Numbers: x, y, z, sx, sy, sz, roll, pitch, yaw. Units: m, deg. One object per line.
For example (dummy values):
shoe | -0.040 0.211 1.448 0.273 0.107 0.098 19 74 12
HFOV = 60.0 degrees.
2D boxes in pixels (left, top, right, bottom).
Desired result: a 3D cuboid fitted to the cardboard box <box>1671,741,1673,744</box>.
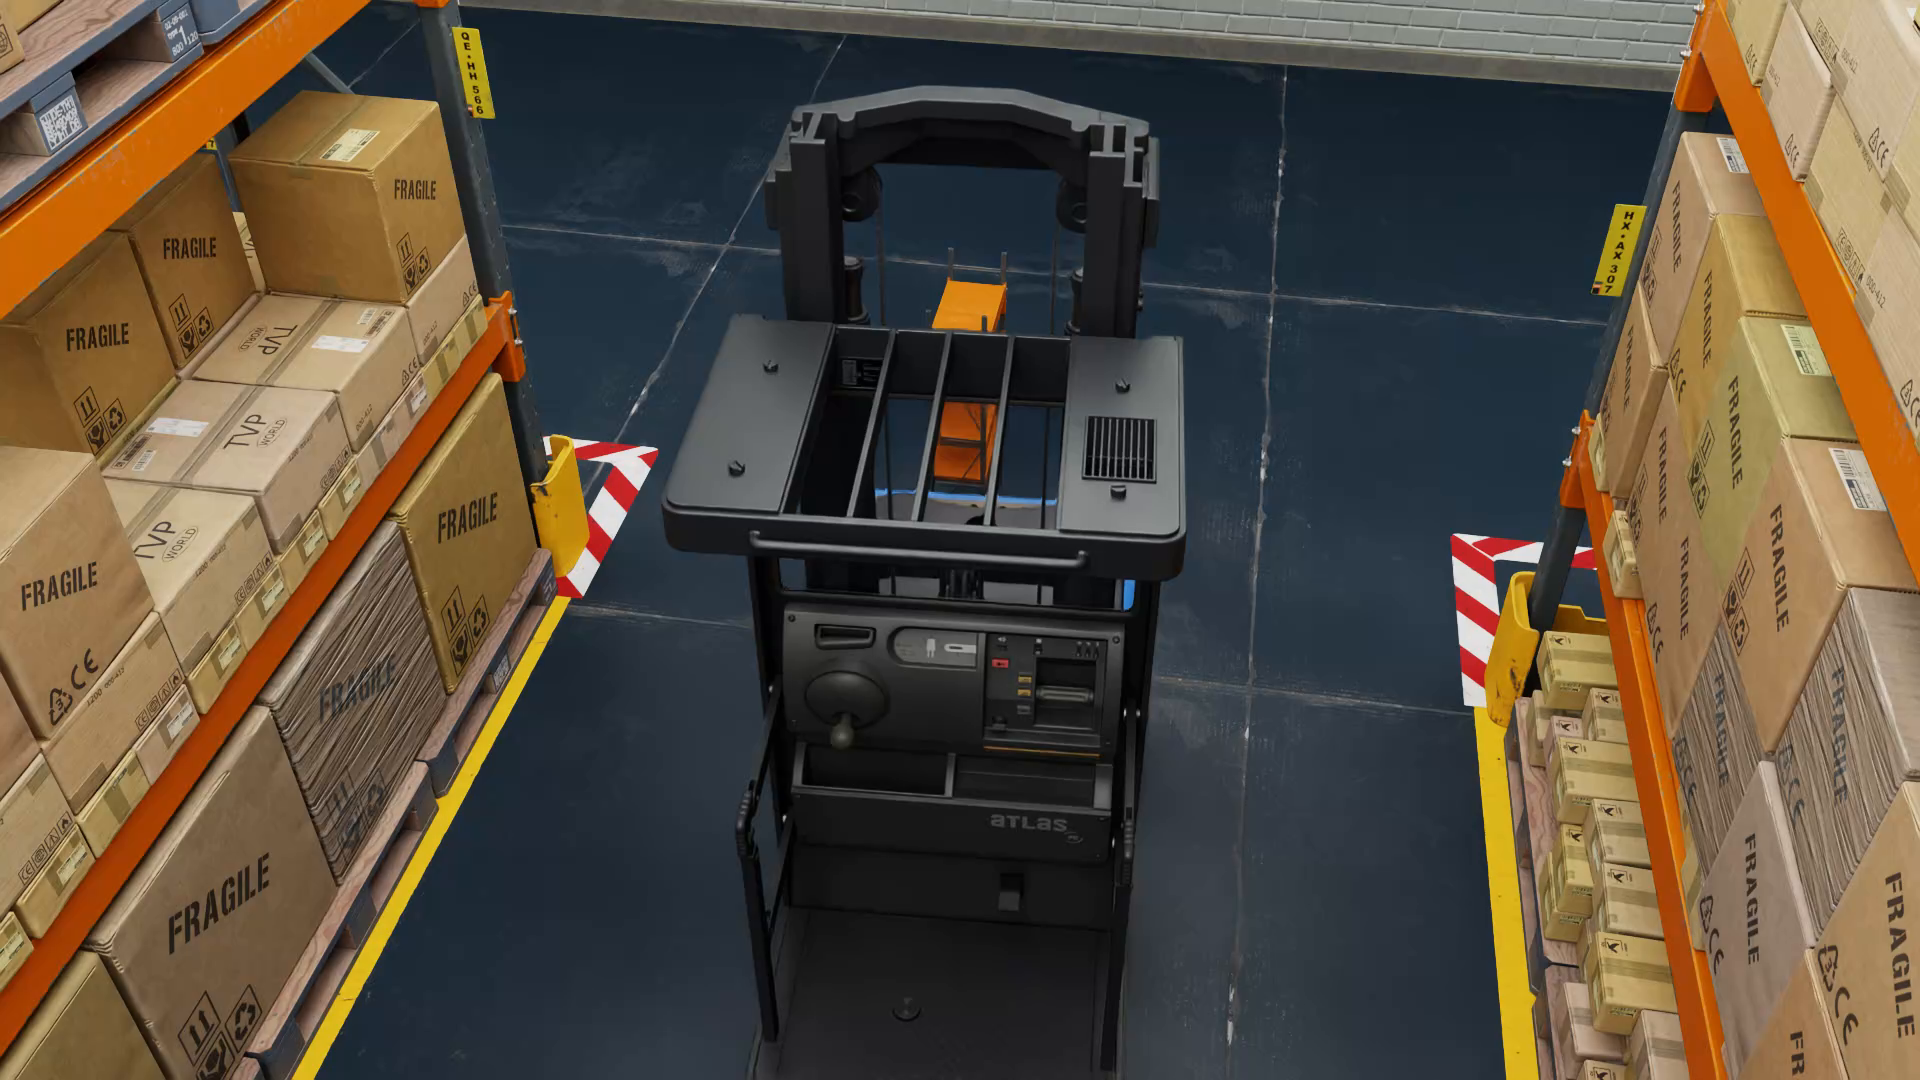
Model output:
cardboard box | 2.118 0.555 4.422 0.380 0.149 0.250 6 40 7

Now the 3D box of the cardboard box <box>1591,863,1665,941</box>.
cardboard box | 2.108 1.134 4.966 0.380 0.149 0.250 8 40 9

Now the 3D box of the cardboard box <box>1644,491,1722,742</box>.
cardboard box | 2.137 0.209 4.331 0.500 0.500 0.500 7 40 8

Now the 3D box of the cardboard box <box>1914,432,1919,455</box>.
cardboard box | 1.963 -0.090 2.769 0.500 0.250 0.500 6 40 7

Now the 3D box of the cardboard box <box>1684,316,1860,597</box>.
cardboard box | 2.119 -0.178 4.015 0.500 0.500 0.500 6 40 7

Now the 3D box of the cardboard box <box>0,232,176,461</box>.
cardboard box | -2.736 -0.579 4.892 0.500 0.500 0.500 5 40 6

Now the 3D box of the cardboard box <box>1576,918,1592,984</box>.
cardboard box | 2.142 1.346 5.176 0.380 0.149 0.250 6 40 8

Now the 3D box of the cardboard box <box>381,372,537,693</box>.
cardboard box | -2.248 -0.076 6.326 0.875 0.875 0.875 6 40 8

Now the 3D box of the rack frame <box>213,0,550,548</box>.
rack frame | -2.216 -1.144 6.279 1.000 3.000 0.127 6 40 8

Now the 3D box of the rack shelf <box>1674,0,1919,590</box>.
rack shelf | 2.305 -0.157 3.297 1.077 0.370 4.000 6 40 8

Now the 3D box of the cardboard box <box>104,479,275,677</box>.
cardboard box | -2.301 0.098 4.662 0.500 0.250 0.500 6 40 8

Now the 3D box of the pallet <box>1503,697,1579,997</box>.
pallet | 2.463 1.095 5.760 1.003 0.211 1.213 6 40 8

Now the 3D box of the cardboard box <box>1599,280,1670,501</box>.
cardboard box | 2.302 -0.435 5.111 0.500 0.500 0.500 8 40 10

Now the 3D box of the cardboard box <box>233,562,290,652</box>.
cardboard box | -2.218 0.172 4.885 0.380 0.149 0.250 7 40 9

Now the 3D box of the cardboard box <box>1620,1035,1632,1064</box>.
cardboard box | 2.140 1.419 4.854 0.380 0.149 0.250 8 40 10

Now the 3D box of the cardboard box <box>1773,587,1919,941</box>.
cardboard box | 1.961 0.469 3.232 0.500 0.500 0.500 7 40 9

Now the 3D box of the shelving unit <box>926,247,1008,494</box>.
shelving unit | 0.029 -0.566 6.993 0.258 1.200 0.503 6 40 8

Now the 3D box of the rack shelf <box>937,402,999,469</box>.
rack shelf | 0.029 -0.514 7.036 0.258 0.148 0.480 6 40 8

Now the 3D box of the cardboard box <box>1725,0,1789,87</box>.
cardboard box | 2.322 -1.378 4.327 0.500 0.250 0.500 8 40 9

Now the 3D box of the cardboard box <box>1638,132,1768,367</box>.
cardboard box | 2.312 -0.820 4.791 0.500 0.500 0.500 6 40 7

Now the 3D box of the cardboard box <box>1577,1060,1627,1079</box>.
cardboard box | 1.991 1.669 4.785 0.380 0.149 0.250 6 40 8

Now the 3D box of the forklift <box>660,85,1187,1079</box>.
forklift | -0.040 0.471 4.380 1.130 2.935 3.031 4 40 4

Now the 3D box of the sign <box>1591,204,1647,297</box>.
sign | 2.117 -0.927 5.338 0.100 0.325 0.005 6 40 8

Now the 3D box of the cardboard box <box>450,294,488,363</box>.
cardboard box | -1.954 -0.787 6.045 0.380 0.149 0.250 7 40 9

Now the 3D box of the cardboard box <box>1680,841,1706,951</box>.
cardboard box | 1.978 0.879 4.029 0.380 0.149 0.250 7 40 9

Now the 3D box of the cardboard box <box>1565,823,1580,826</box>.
cardboard box | 2.245 1.027 5.562 0.380 0.149 0.250 7 40 8

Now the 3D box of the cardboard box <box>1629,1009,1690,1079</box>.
cardboard box | 2.069 1.462 4.569 0.380 0.149 0.250 6 40 8

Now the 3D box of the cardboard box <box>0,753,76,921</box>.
cardboard box | -2.478 0.732 3.895 0.500 0.250 0.500 6 40 7

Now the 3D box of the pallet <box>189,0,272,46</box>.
pallet | -2.334 -1.799 4.787 1.003 0.211 1.213 6 40 8

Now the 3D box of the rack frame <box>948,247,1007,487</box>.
rack frame | 0.071 -0.719 7.179 0.240 1.200 0.015 6 40 8

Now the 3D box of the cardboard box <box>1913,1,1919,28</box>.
cardboard box | 2.068 -0.999 3.162 0.380 0.149 0.250 8 40 9

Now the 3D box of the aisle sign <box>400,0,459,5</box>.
aisle sign | -1.908 -2.158 5.466 0.394 0.787 0.004 6 40 8

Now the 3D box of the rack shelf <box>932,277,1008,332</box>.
rack shelf | 0.029 -0.869 6.743 0.258 0.148 0.480 6 40 8

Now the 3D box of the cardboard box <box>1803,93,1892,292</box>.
cardboard box | 2.150 -0.723 3.535 0.500 0.250 0.500 5 40 6

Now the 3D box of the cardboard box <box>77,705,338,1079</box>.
cardboard box | -2.560 1.053 4.960 0.875 0.875 0.875 6 40 8

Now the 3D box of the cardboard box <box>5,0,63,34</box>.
cardboard box | -2.511 -1.537 3.914 0.700 0.500 0.500 4 40 5

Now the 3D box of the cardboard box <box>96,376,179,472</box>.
cardboard box | -2.739 -0.287 5.128 0.500 0.250 0.500 5 40 6

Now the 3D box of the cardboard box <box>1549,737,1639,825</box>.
cardboard box | 2.127 0.796 5.374 0.380 0.149 0.250 6 40 8

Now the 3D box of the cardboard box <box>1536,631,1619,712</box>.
cardboard box | 2.226 0.465 5.774 0.380 0.149 0.250 5 40 6

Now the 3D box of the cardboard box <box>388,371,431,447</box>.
cardboard box | -2.042 -0.466 5.656 0.380 0.149 0.250 6 40 8

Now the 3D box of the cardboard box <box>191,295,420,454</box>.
cardboard box | -2.127 -0.549 5.444 0.500 0.250 0.500 6 40 7

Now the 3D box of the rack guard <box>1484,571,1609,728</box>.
rack guard | 2.638 0.478 6.280 1.175 0.500 0.348 6 40 8

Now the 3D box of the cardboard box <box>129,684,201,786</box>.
cardboard box | -2.306 0.501 4.487 0.380 0.149 0.250 7 40 8

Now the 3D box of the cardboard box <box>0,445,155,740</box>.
cardboard box | -2.396 0.113 4.055 0.500 0.500 0.500 5 40 6

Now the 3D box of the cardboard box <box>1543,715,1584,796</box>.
cardboard box | 2.205 0.755 5.657 0.380 0.149 0.250 6 40 7

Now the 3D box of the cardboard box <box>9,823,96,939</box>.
cardboard box | -2.395 0.819 4.103 0.380 0.149 0.250 5 40 6

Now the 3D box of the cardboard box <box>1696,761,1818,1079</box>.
cardboard box | 1.943 0.851 3.554 0.500 0.500 0.500 6 40 7

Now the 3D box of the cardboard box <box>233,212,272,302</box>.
cardboard box | -2.565 -0.929 5.904 0.500 0.250 0.500 5 40 6

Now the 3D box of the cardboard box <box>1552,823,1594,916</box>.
cardboard box | 2.098 1.067 5.279 0.380 0.149 0.250 8 40 9

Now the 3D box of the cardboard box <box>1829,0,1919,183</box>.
cardboard box | 2.131 -0.934 3.397 0.500 0.250 0.500 7 40 8

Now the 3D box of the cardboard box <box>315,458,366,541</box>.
cardboard box | -2.129 -0.146 5.270 0.380 0.149 0.250 6 40 7

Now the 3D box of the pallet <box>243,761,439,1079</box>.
pallet | -2.491 1.205 5.627 1.003 0.211 1.213 6 40 8

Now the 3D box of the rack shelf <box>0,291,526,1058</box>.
rack shelf | -2.562 0.389 4.991 1.077 0.370 4.000 6 40 8

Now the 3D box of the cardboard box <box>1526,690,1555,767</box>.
cardboard box | 2.245 0.697 5.961 0.380 0.149 0.250 7 40 9

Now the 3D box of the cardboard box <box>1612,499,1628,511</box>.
cardboard box | 2.269 -0.105 5.220 0.380 0.149 0.250 8 40 9
